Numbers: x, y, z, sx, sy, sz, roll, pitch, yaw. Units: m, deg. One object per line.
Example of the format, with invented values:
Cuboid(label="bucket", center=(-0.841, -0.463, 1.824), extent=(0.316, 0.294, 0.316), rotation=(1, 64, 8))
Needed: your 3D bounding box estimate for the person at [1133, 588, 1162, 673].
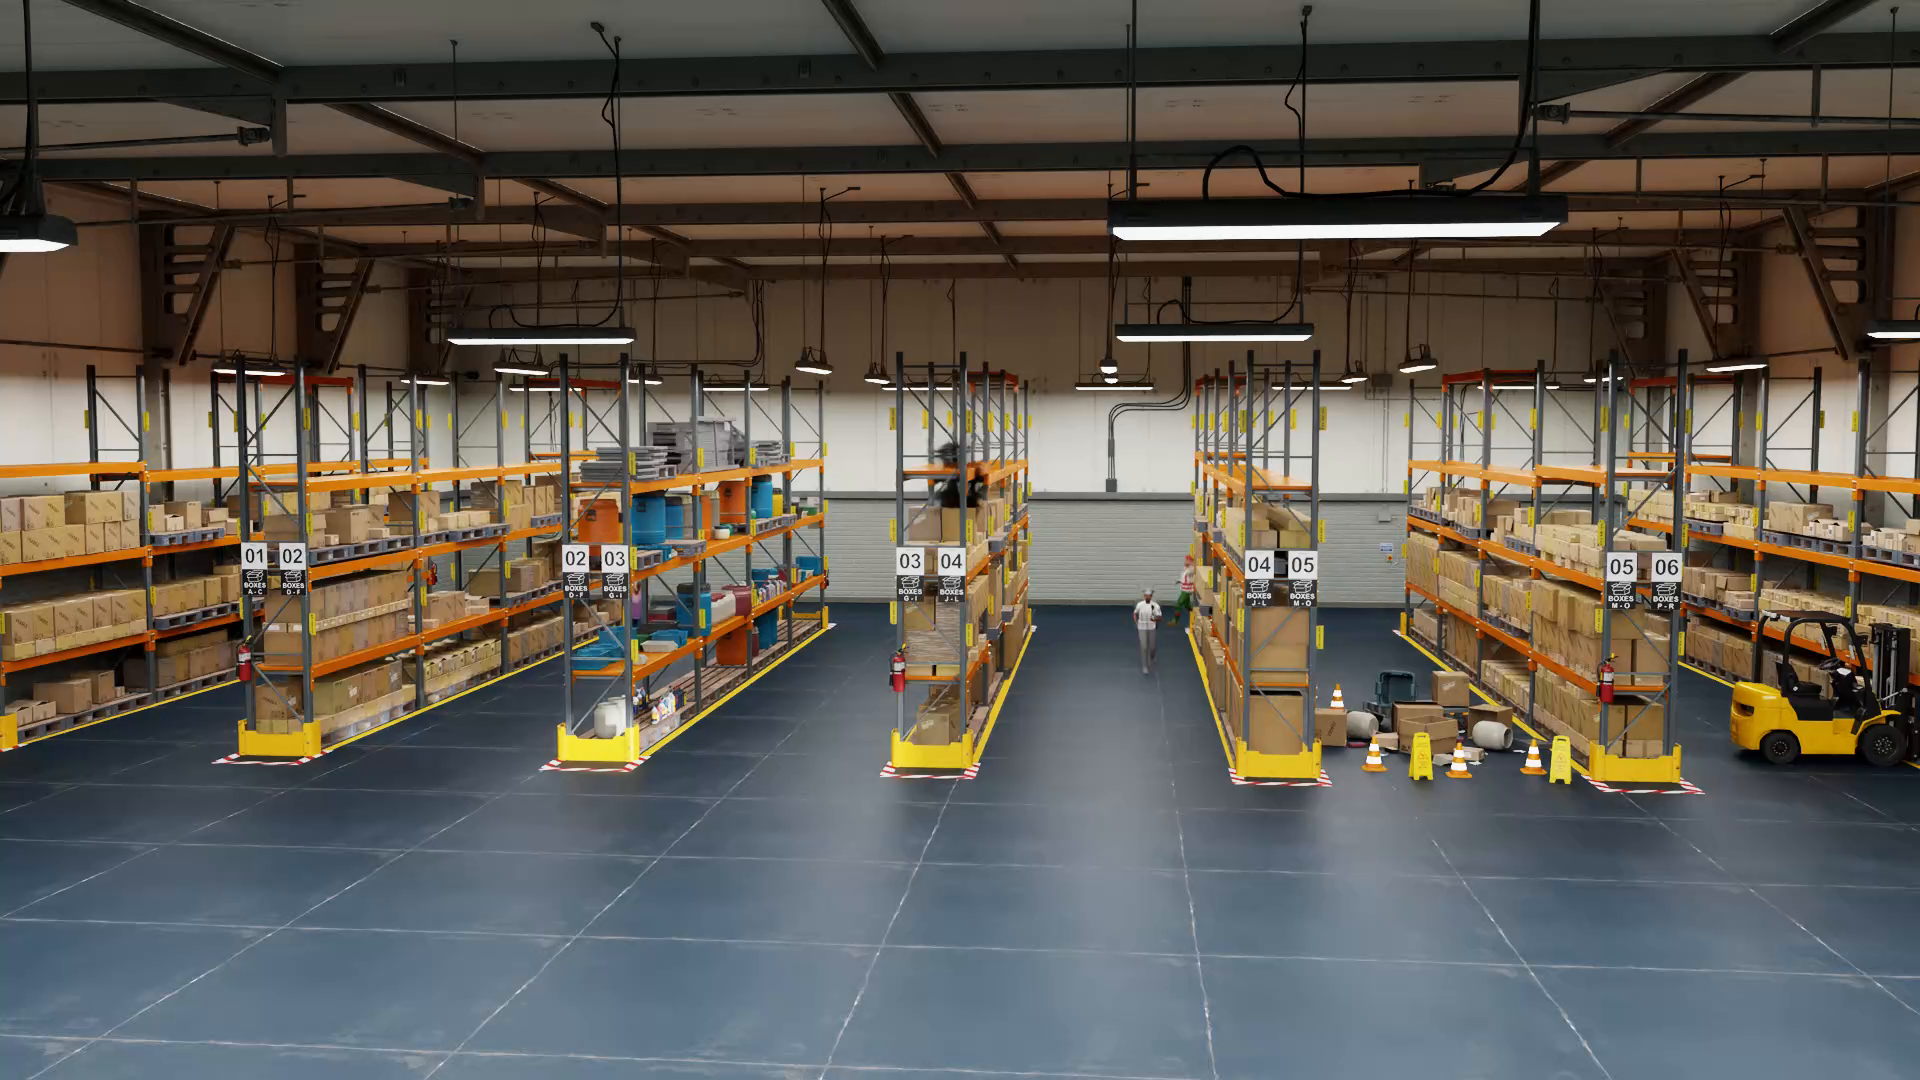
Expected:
Cuboid(label="person", center=(3.751, 1.789, 33.292), extent=(0.586, 1.671, 0.885), rotation=(0, 4, 7))

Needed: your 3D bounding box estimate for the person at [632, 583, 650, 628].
Cuboid(label="person", center=(-6.938, 1.693, 35.703), extent=(0.561, 1.577, 0.557), rotation=(0, 4, -5))

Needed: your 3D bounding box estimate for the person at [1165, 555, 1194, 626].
Cuboid(label="person", center=(5.511, 1.229, 40.497), extent=(0.985, 1.756, 0.716), rotation=(-1, 4, -14))
